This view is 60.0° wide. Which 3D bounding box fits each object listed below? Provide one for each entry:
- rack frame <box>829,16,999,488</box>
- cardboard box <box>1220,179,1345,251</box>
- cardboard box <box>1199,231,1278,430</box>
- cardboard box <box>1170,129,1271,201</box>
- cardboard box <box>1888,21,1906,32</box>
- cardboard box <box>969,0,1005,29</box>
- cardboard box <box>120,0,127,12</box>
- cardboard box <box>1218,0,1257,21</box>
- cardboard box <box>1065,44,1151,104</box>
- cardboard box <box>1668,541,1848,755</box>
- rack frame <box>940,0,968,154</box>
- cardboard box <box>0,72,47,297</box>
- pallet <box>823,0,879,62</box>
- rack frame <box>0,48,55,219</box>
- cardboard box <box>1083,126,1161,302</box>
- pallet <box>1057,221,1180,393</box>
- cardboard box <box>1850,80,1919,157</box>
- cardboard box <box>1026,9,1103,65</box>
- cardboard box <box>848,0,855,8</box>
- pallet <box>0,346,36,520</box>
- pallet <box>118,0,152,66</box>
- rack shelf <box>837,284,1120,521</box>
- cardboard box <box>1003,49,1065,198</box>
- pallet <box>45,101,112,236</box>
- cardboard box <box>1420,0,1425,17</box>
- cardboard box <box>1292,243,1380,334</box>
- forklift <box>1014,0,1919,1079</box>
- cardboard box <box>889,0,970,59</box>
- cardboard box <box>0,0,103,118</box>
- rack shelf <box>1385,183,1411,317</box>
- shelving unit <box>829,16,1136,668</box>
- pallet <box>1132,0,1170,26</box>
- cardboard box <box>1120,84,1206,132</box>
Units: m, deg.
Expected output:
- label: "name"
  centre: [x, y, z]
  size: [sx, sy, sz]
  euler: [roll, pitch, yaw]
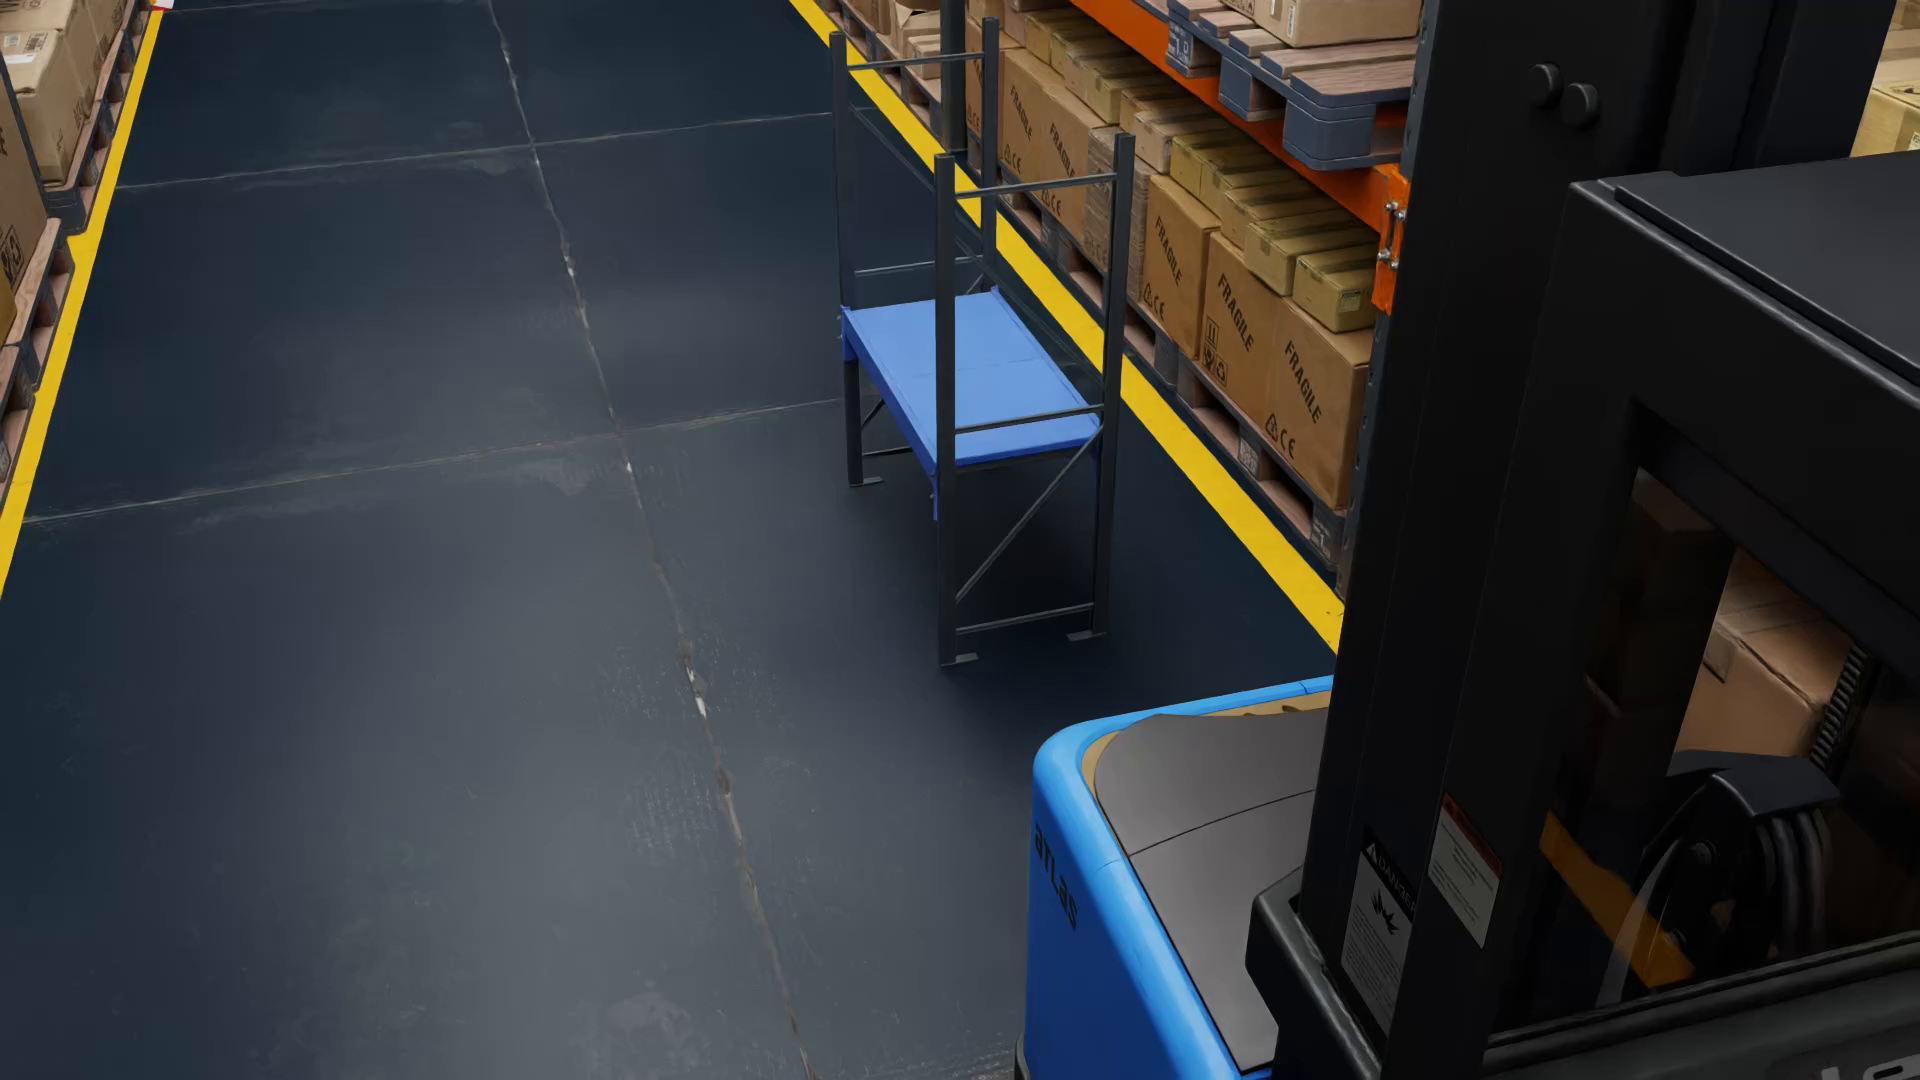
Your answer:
- label: "rack frame"
  centre: [-0.129, -0.848, 5.173]
  size: [0.500, 1.500, 0.032]
  euler: [-10, 35, -15]
- label: "cardboard box"
  centre: [1.078, -1.048, 5.413]
  size: [0.380, 0.149, 0.250]
  euler: [-11, 35, -16]
- label: "cardboard box"
  centre: [1.144, -0.727, 5.516]
  size: [0.500, 0.500, 0.500]
  euler: [-11, 35, -15]
- label: "cardboard box"
  centre: [0.964, -1.325, 5.832]
  size: [0.380, 0.149, 0.250]
  euler: [-11, 35, -15]
- label: "cardboard box"
  centre: [1.623, -0.969, 3.317]
  size: [0.380, 0.149, 0.250]
  euler: [-9, 35, -13]
- label: "cardboard box"
  centre: [0.256, -2.414, 7.481]
  size: [0.380, 0.149, 0.250]
  euler: [-8, 34, -12]
- label: "cardboard box"
  centre: [-5.249, -3.284, 9.443]
  size: [0.875, 0.438, 0.875]
  euler: [-11, 35, -16]
- label: "cardboard box"
  centre: [0.990, -1.756, 4.942]
  size: [0.500, 0.250, 0.500]
  euler: [-12, 35, -17]
- label: "cardboard box"
  centre: [0.641, -1.870, 6.657]
  size: [0.380, 0.149, 0.250]
  euler: [-10, 35, -15]
- label: "cardboard box"
  centre: [2.005, 0.343, 3.783]
  size: [0.875, 0.625, 0.625]
  euler: [-9, 34, -13]
- label: "rack frame"
  centre: [0.400, -3.244, 7.439]
  size: [1.000, 3.000, 0.127]
  euler: [-10, 35, -15]
- label: "cardboard box"
  centre: [-4.060, -1.384, 6.170]
  size: [0.875, 0.875, 0.875]
  euler: [-9, 34, -13]
- label: "pallet"
  centre: [-0.184, -3.083, 9.725]
  size: [1.003, 0.211, 1.213]
  euler: [-10, 35, -15]
- label: "rack frame"
  centre: [-4.326, -2.408, 6.173]
  size: [1.000, 3.000, 0.127]
  euler: [-10, 35, -15]
- label: "cardboard box"
  centre: [0.806, -1.271, 6.339]
  size: [0.500, 0.500, 0.500]
  euler: [-11, 35, -16]
- label: "pallet"
  centre: [1.060, -1.019, 6.600]
  size: [1.003, 0.211, 1.213]
  euler: [-10, 35, -15]
- label: "cardboard box"
  centre: [1.820, -0.707, 2.920]
  size: [0.380, 0.149, 0.250]
  euler: [-10, 35, -14]
- label: "cardboard box"
  centre: [0.504, -2.149, 7.079]
  size: [0.380, 0.149, 0.250]
  euler: [-12, 35, -17]
- label: "cardboard box"
  centre: [-0.434, -3.390, 9.546]
  size: [0.500, 0.500, 0.500]
  euler: [-9, 35, -14]
- label: "pallet"
  centre: [-3.643, -0.210, 5.377]
  size: [1.003, 0.211, 1.213]
  euler: [-10, 35, -15]
- label: "pallet"
  centre: [-5.227, -2.938, 9.504]
  size: [1.003, 0.211, 1.213]
  euler: [-10, 35, -15]
- label: "rack shelf"
  centre: [0.026, -0.431, 4.868]
  size: [0.538, 0.185, 1.000]
  euler: [-10, 35, -15]
- label: "cardboard box"
  centre: [0.505, -1.807, 7.150]
  size: [0.500, 0.500, 0.500]
  euler: [-10, 35, -15]
- label: "pallet"
  centre: [-4.483, -1.657, 7.566]
  size: [1.003, 0.211, 1.213]
  euler: [-10, 35, -15]
- label: "cardboard box"
  centre: [1.612, -1.658, 4.566]
  size: [0.500, 0.500, 0.500]
  euler: [-8, 34, -12]
- label: "cardboard box"
  centre: [1.229, -0.764, 4.983]
  size: [0.380, 0.149, 0.250]
  euler: [-12, 35, -17]
- label: "forklift"
  centre: [1.004, 0.701, 1.531]
  size: [1.130, 2.935, 3.031]
  euler: [-9, 35, -13]
- label: "cardboard box"
  centre: [-0.158, -2.709, 8.728]
  size: [0.396, 0.266, 0.258]
  euler: [-9, 34, -13]
- label: "cardboard box"
  centre: [-4.689, -2.332, 8.001]
  size: [0.875, 0.438, 0.875]
  euler: [-11, 35, -16]
- label: "rack shelf"
  centre: [2.231, 0.206, 2.870]
  size: [1.077, 0.370, 4.000]
  euler: [-10, 35, -15]
- label: "shelving unit"
  centre: [0.026, -0.581, 4.769]
  size: [0.538, 1.500, 1.048]
  euler: [-10, 35, -15]
- label: "pallet"
  centre: [1.023, -2.084, 5.858]
  size: [1.003, 0.211, 1.213]
  euler: [-10, 35, -15]
- label: "cardboard box"
  centre: [0.824, -1.602, 6.252]
  size: [0.380, 0.149, 0.250]
  euler: [-10, 35, -15]
